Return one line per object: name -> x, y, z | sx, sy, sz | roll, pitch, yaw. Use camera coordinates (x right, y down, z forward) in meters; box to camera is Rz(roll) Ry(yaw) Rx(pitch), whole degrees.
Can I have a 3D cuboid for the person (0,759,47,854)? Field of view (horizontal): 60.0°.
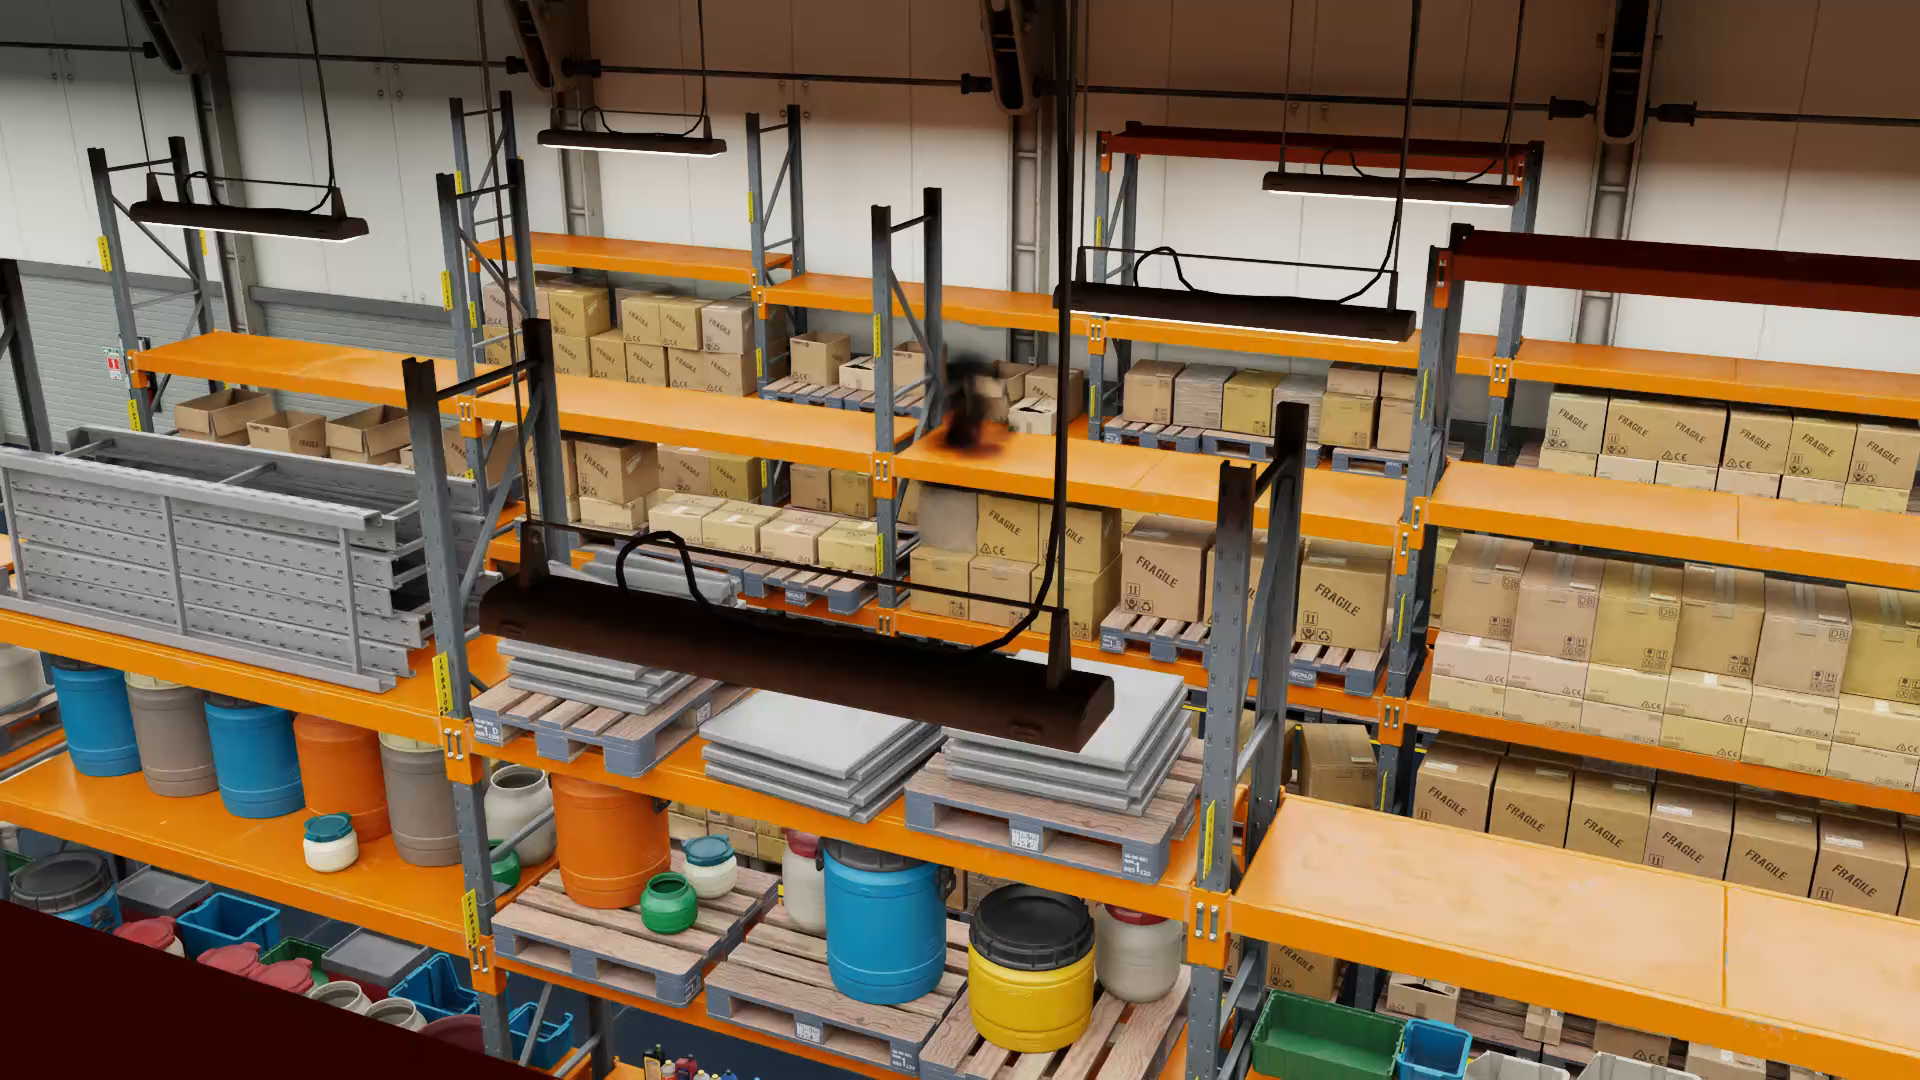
person -> -7.970, 2.332, 13.890 | 0.989, 1.754, 0.700 | 6, 21, 15
